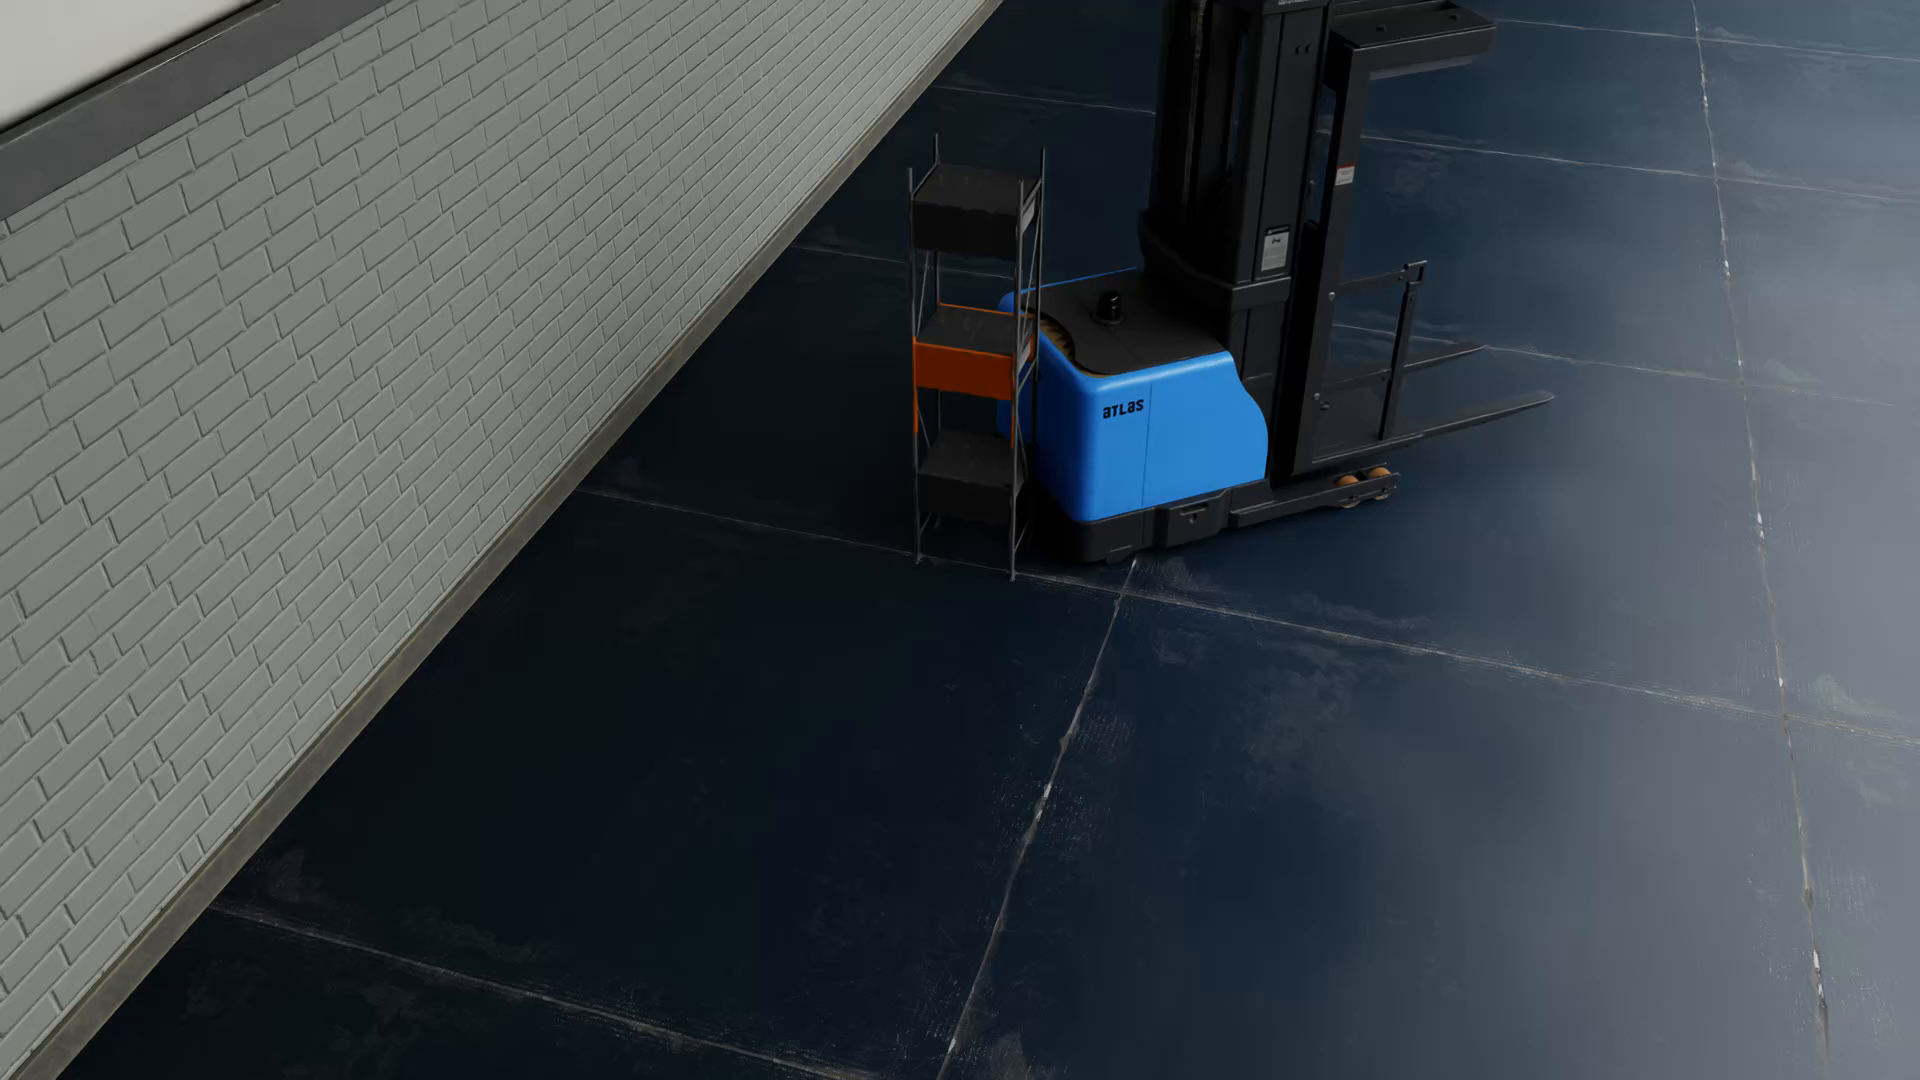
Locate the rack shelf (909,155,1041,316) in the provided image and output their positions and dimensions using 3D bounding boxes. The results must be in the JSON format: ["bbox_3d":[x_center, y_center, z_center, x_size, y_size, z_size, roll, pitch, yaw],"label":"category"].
[{"bbox_3d":[0.072,-1.345,7.333,0.480,0.518,0.431,10,38,13],"label":"rack shelf"}]

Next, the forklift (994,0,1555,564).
[{"bbox_3d":[1.745,-1.622,8.166,3.031,2.935,1.130,-14,39,-18],"label":"forklift"}]

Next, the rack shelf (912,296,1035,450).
[{"bbox_3d":[0.072,-0.781,7.748,0.480,0.518,0.431,10,38,13],"label":"rack shelf"}]

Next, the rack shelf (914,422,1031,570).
[{"bbox_3d":[0.072,-0.218,8.163,0.480,0.518,0.431,10,38,13],"label":"rack shelf"}]

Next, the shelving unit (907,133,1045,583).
[{"bbox_3d":[0.072,-0.792,7.740,0.503,2.100,0.431,10,38,13],"label":"shelving unit"}]

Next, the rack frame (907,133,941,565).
[{"bbox_3d":[-0.162,-0.834,7.797,0.015,2.100,0.400,10,38,13],"label":"rack frame"}]

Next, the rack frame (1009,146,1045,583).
[{"bbox_3d":[0.305,-0.751,7.684,0.015,2.100,0.400,10,38,13],"label":"rack frame"}]
